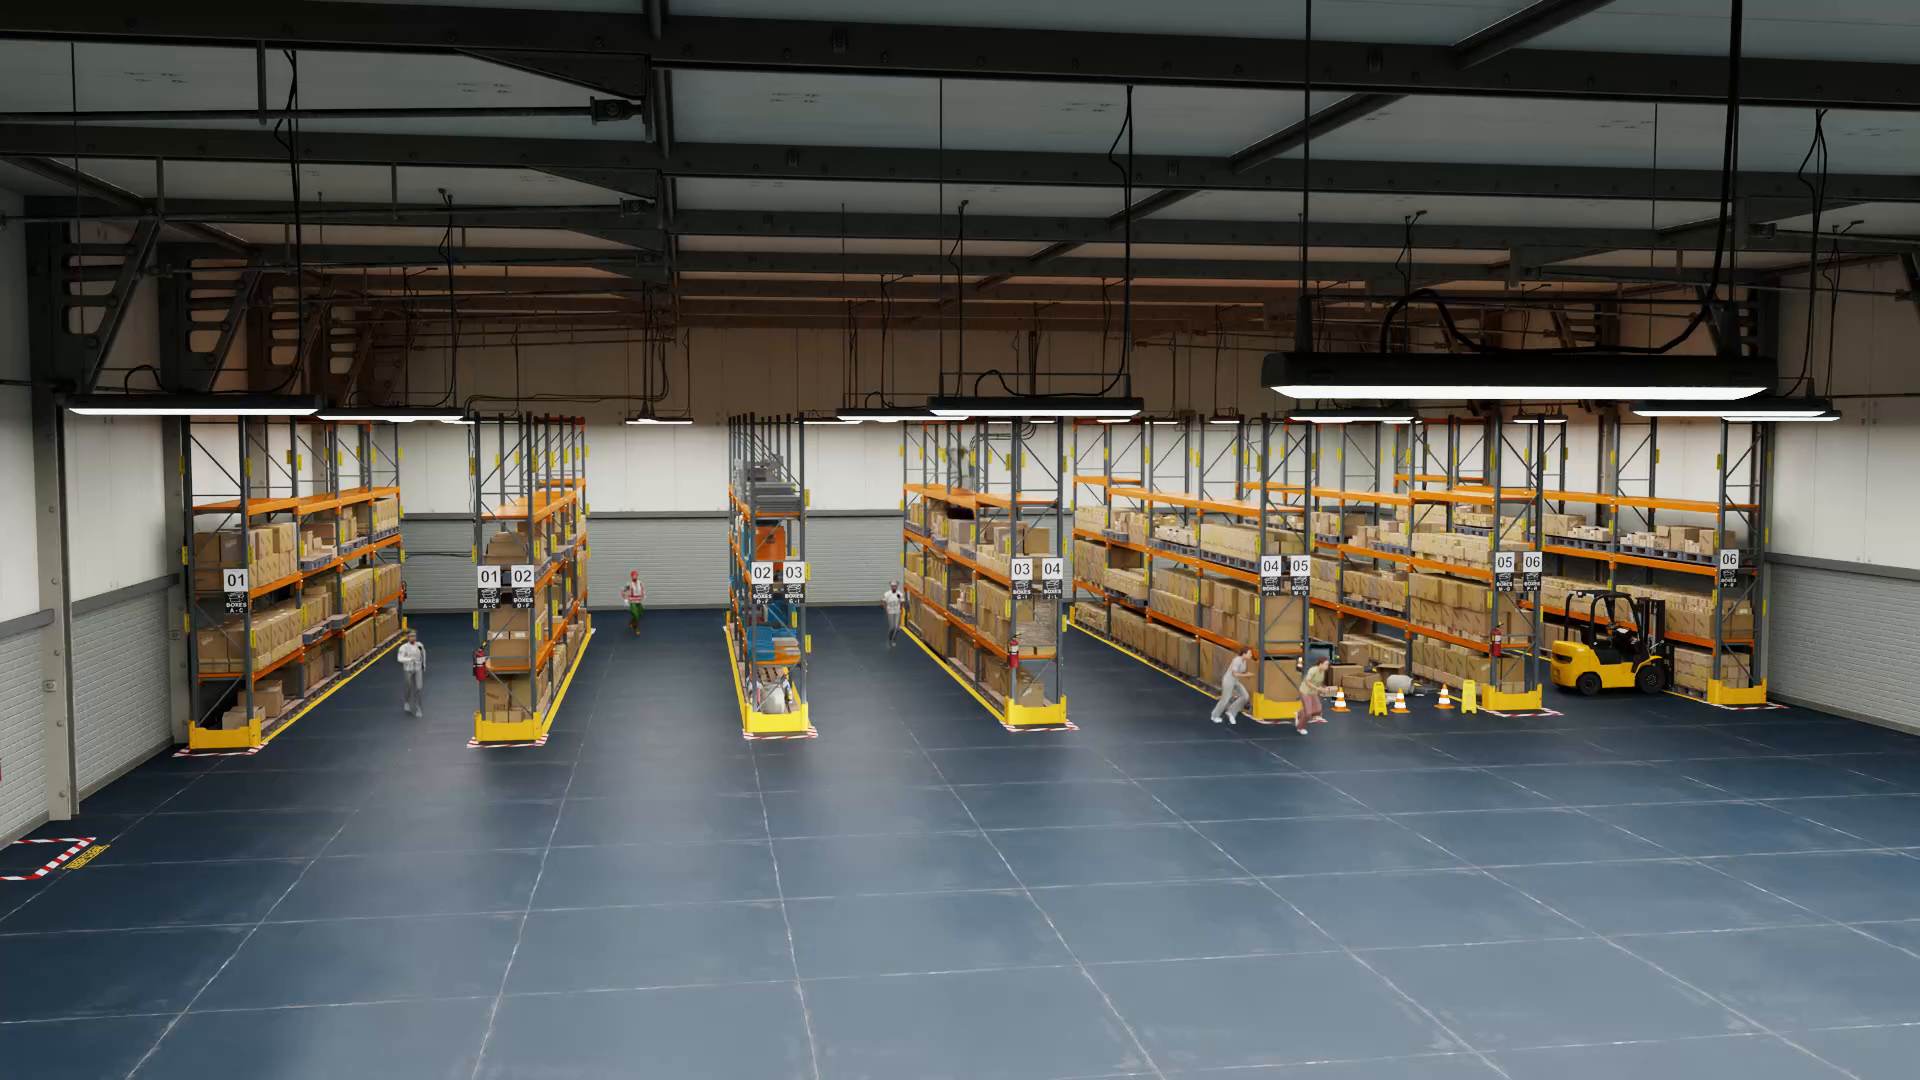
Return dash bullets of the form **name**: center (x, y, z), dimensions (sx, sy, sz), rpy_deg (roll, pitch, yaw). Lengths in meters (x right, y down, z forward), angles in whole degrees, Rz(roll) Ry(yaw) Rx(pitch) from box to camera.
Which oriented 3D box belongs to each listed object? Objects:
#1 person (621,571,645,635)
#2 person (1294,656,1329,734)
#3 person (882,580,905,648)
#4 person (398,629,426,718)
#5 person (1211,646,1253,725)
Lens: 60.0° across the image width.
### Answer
- **person**: center (-9.015, 1.731, 46.023), dimensions (0.695, 1.764, 0.685), rpy_deg (-3, 5, -40)
- **person**: center (6.584, 2.877, 30.998), dimensions (0.601, 1.496, 0.764), rpy_deg (-3, 5, -41)
- **person**: center (-1.619, 1.841, 41.244), dimensions (0.561, 1.702, 0.566), rpy_deg (-1, 4, -13)
- **person**: center (-10.872, 2.615, 33.001), dimensions (0.589, 1.720, 0.883), rpy_deg (-2, 4, -30)
- **person**: center (5.260, 2.779, 31.975), dimensions (0.921, 1.536, 0.597), rpy_deg (3, 5, 34)
